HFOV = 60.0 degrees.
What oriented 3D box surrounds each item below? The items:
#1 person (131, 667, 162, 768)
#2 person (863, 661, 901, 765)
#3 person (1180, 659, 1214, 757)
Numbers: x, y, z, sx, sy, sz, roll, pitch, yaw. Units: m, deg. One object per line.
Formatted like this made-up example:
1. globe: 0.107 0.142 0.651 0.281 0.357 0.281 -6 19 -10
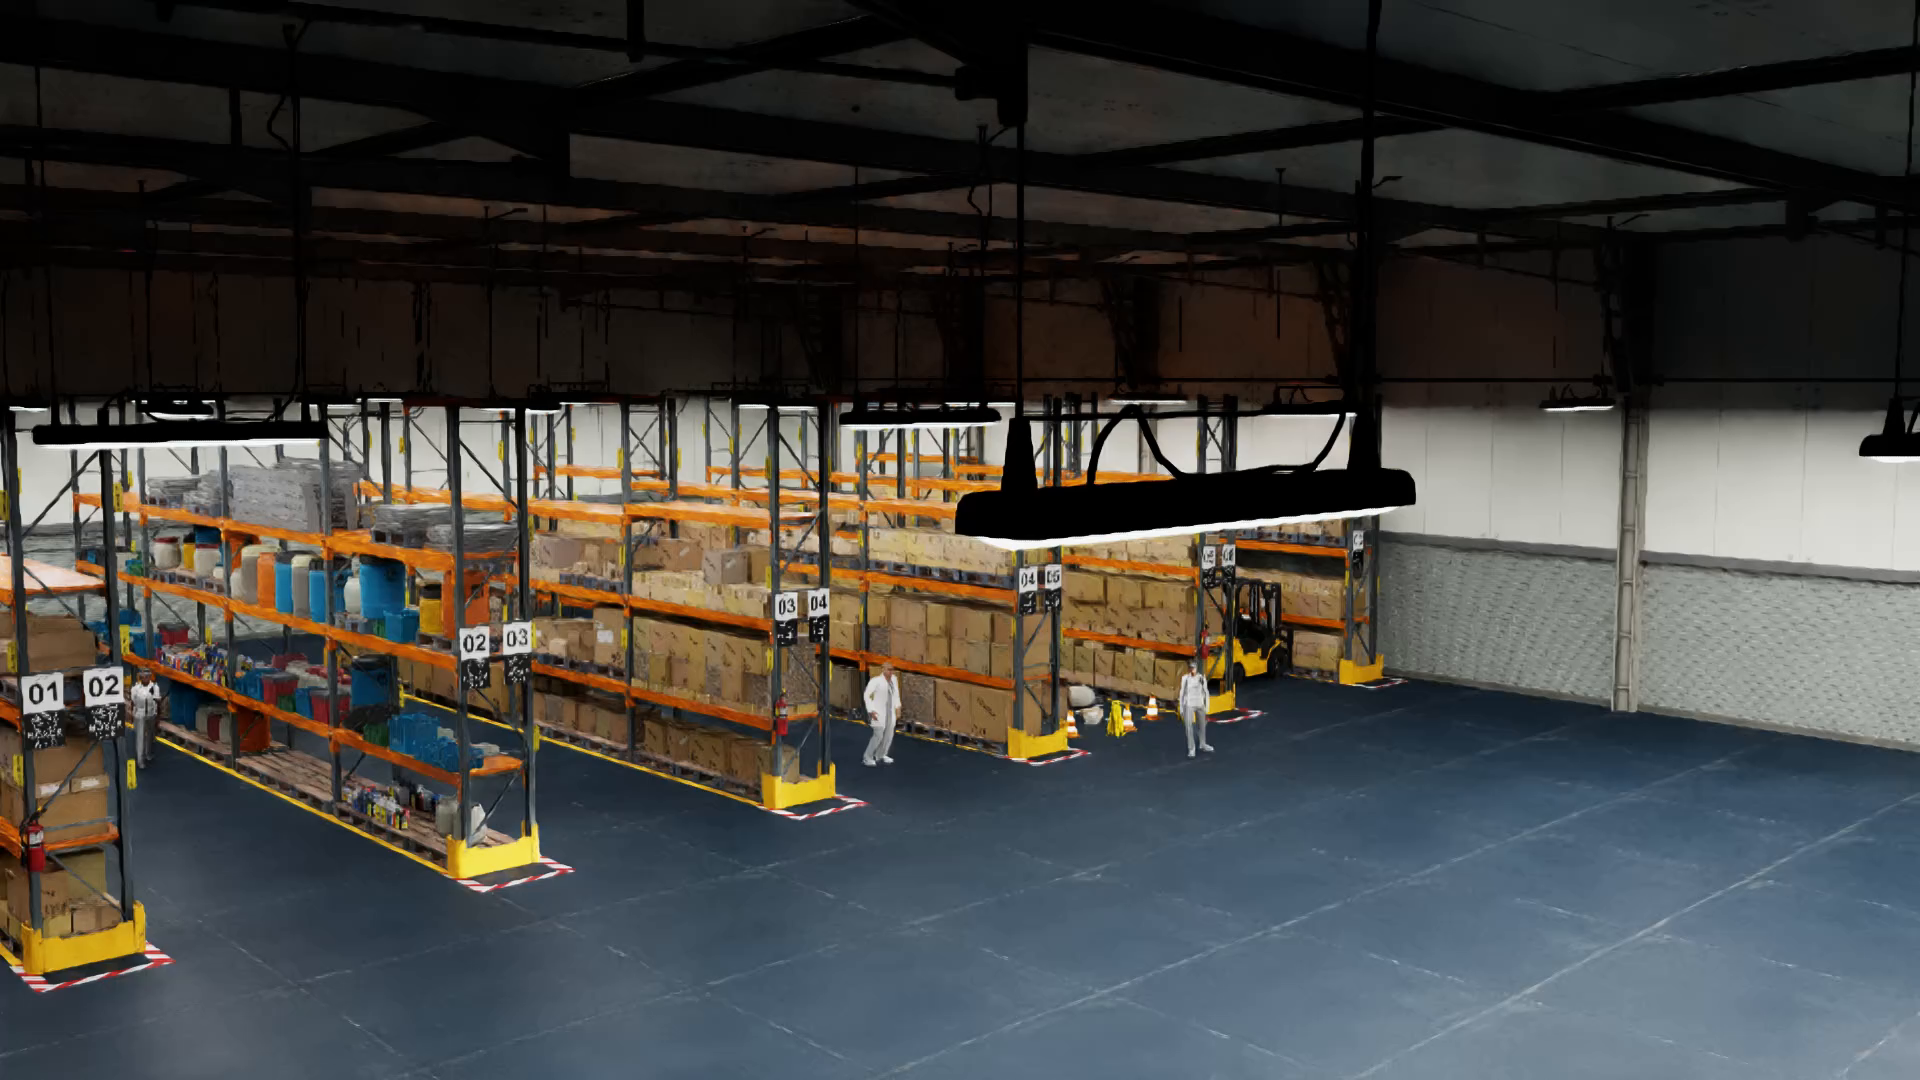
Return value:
1. person: -13.337 2.873 27.272 0.443 1.623 0.991 -4 7 -34
2. person: -1.294 2.830 27.358 0.729 1.733 0.546 -5 8 -44
3. person: 4.018 2.798 28.100 0.628 1.651 0.585 0 6 -3
